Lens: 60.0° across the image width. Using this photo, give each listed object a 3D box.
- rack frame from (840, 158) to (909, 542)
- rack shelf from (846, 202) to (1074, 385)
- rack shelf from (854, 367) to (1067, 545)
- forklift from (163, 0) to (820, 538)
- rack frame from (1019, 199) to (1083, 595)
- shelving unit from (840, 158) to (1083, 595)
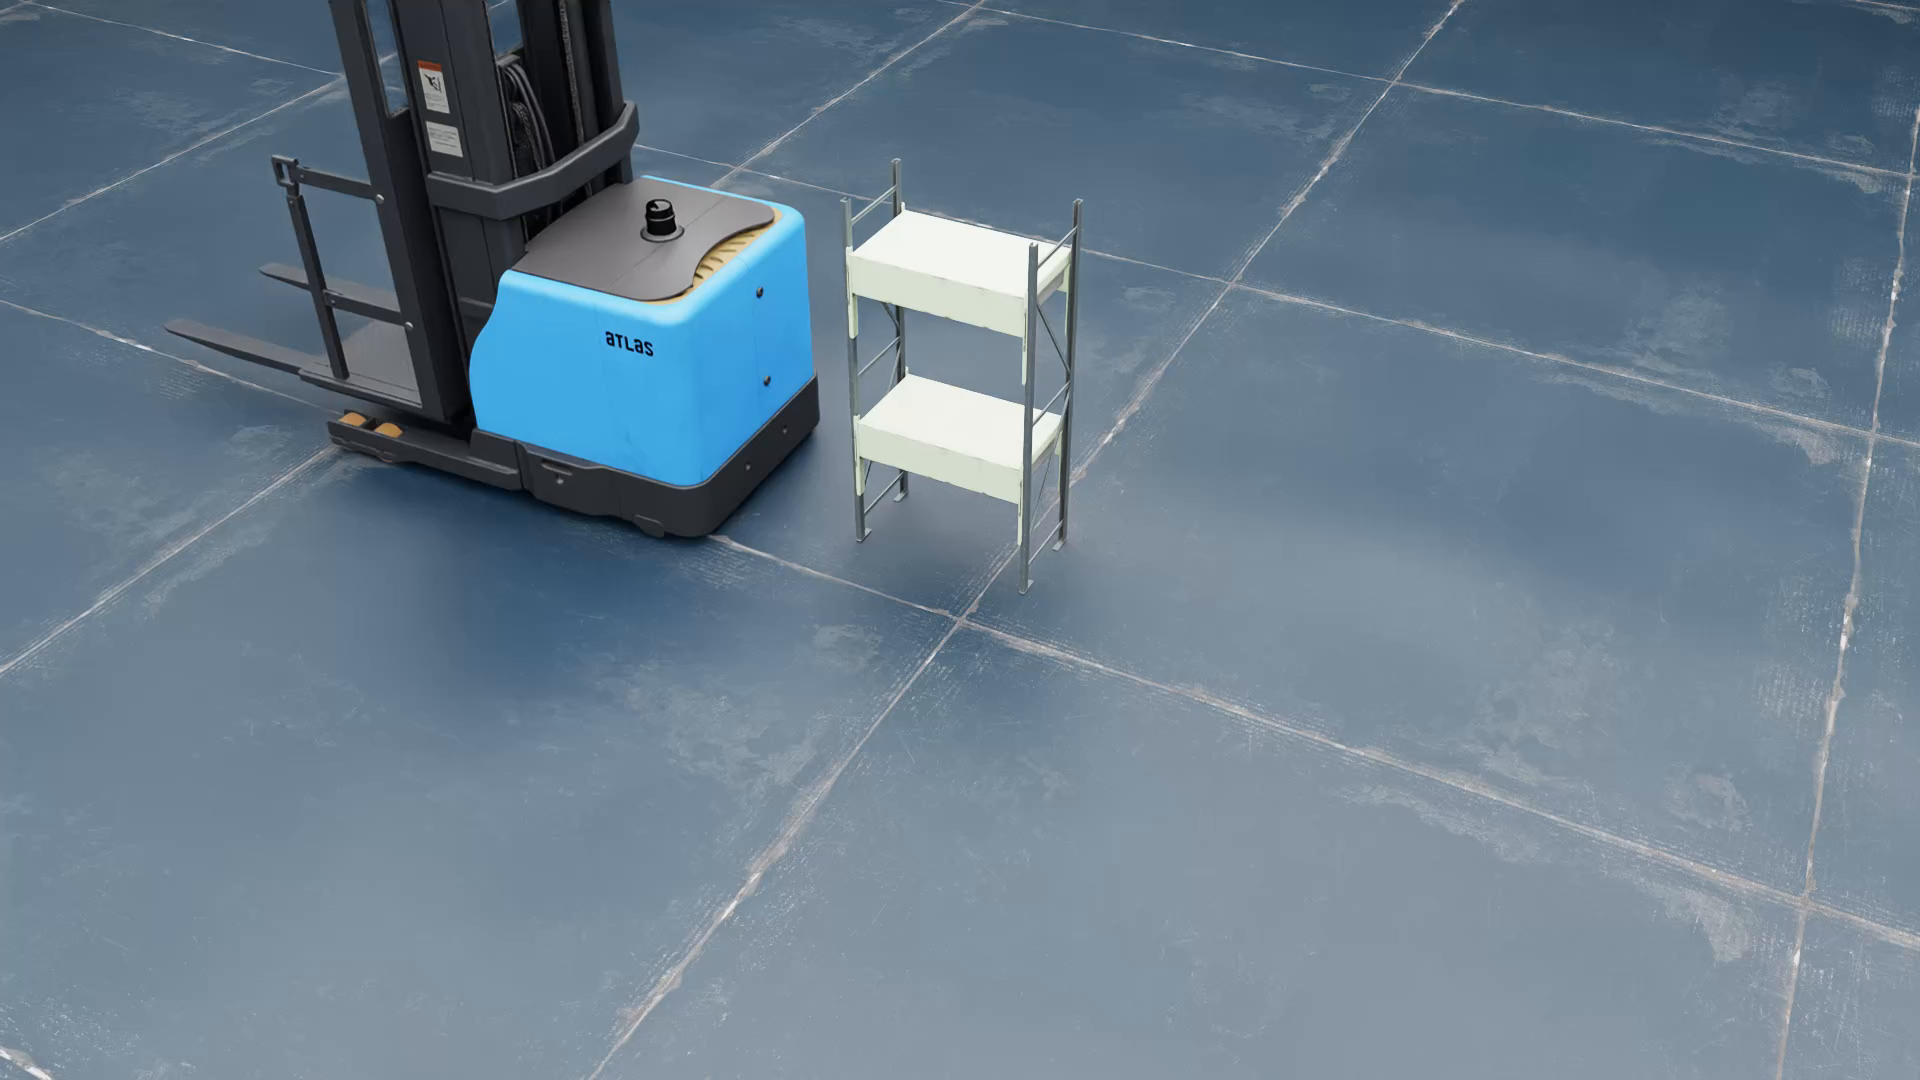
[{"bbox_3d":[-0.319,-0.697,6.428,0.023,1.500,0.400,17,41,21],"label":"rack frame"},{"bbox_3d":[0.006,-0.906,6.058,0.720,0.370,0.431,17,41,21],"label":"rack shelf"},{"bbox_3d":[0.006,-0.336,6.491,0.720,0.370,0.431,17,41,21],"label":"rack shelf"},{"bbox_3d":[-2.177,-1.775,6.664,3.031,2.935,1.130,16,40,20],"label":"forklift"},{"bbox_3d":[0.331,-0.494,6.160,0.023,1.500,0.400,17,41,21],"label":"rack frame"},{"bbox_3d":[0.006,-0.596,6.294,0.755,1.500,0.431,17,41,21],"label":"shelving unit"}]
